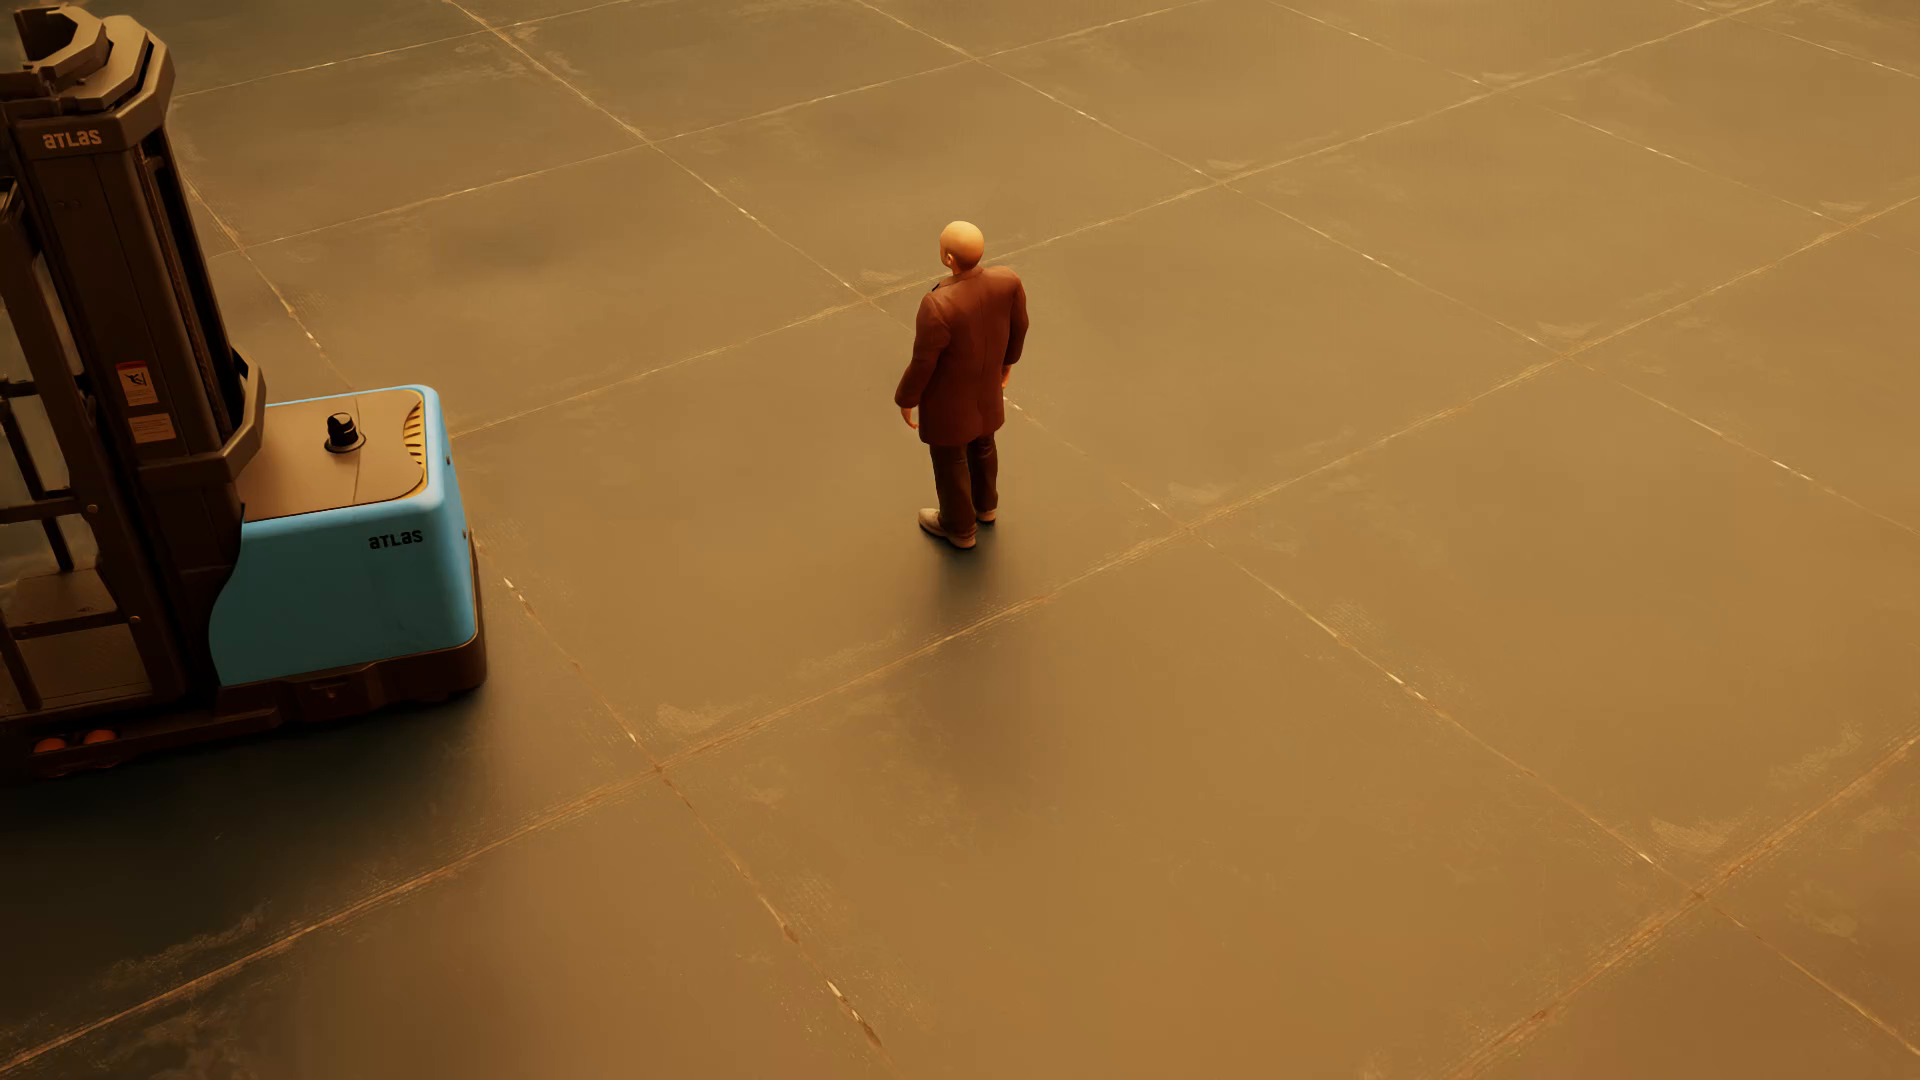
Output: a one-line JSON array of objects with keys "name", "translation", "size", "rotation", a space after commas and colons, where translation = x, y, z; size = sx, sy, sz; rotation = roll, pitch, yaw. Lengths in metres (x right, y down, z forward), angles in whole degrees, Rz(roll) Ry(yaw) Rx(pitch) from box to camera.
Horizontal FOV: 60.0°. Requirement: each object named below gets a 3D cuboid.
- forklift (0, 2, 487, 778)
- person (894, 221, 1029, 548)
[{"name": "forklift", "translation": [-3.703, -0.524, 6.653], "size": [3.031, 2.935, 1.130], "rotation": [-10, 38, -13]}, {"name": "person", "translation": [-0.050, -0.766, 7.940], "size": [0.696, 1.777, 0.579], "rotation": [-23, 42, -28]}]
